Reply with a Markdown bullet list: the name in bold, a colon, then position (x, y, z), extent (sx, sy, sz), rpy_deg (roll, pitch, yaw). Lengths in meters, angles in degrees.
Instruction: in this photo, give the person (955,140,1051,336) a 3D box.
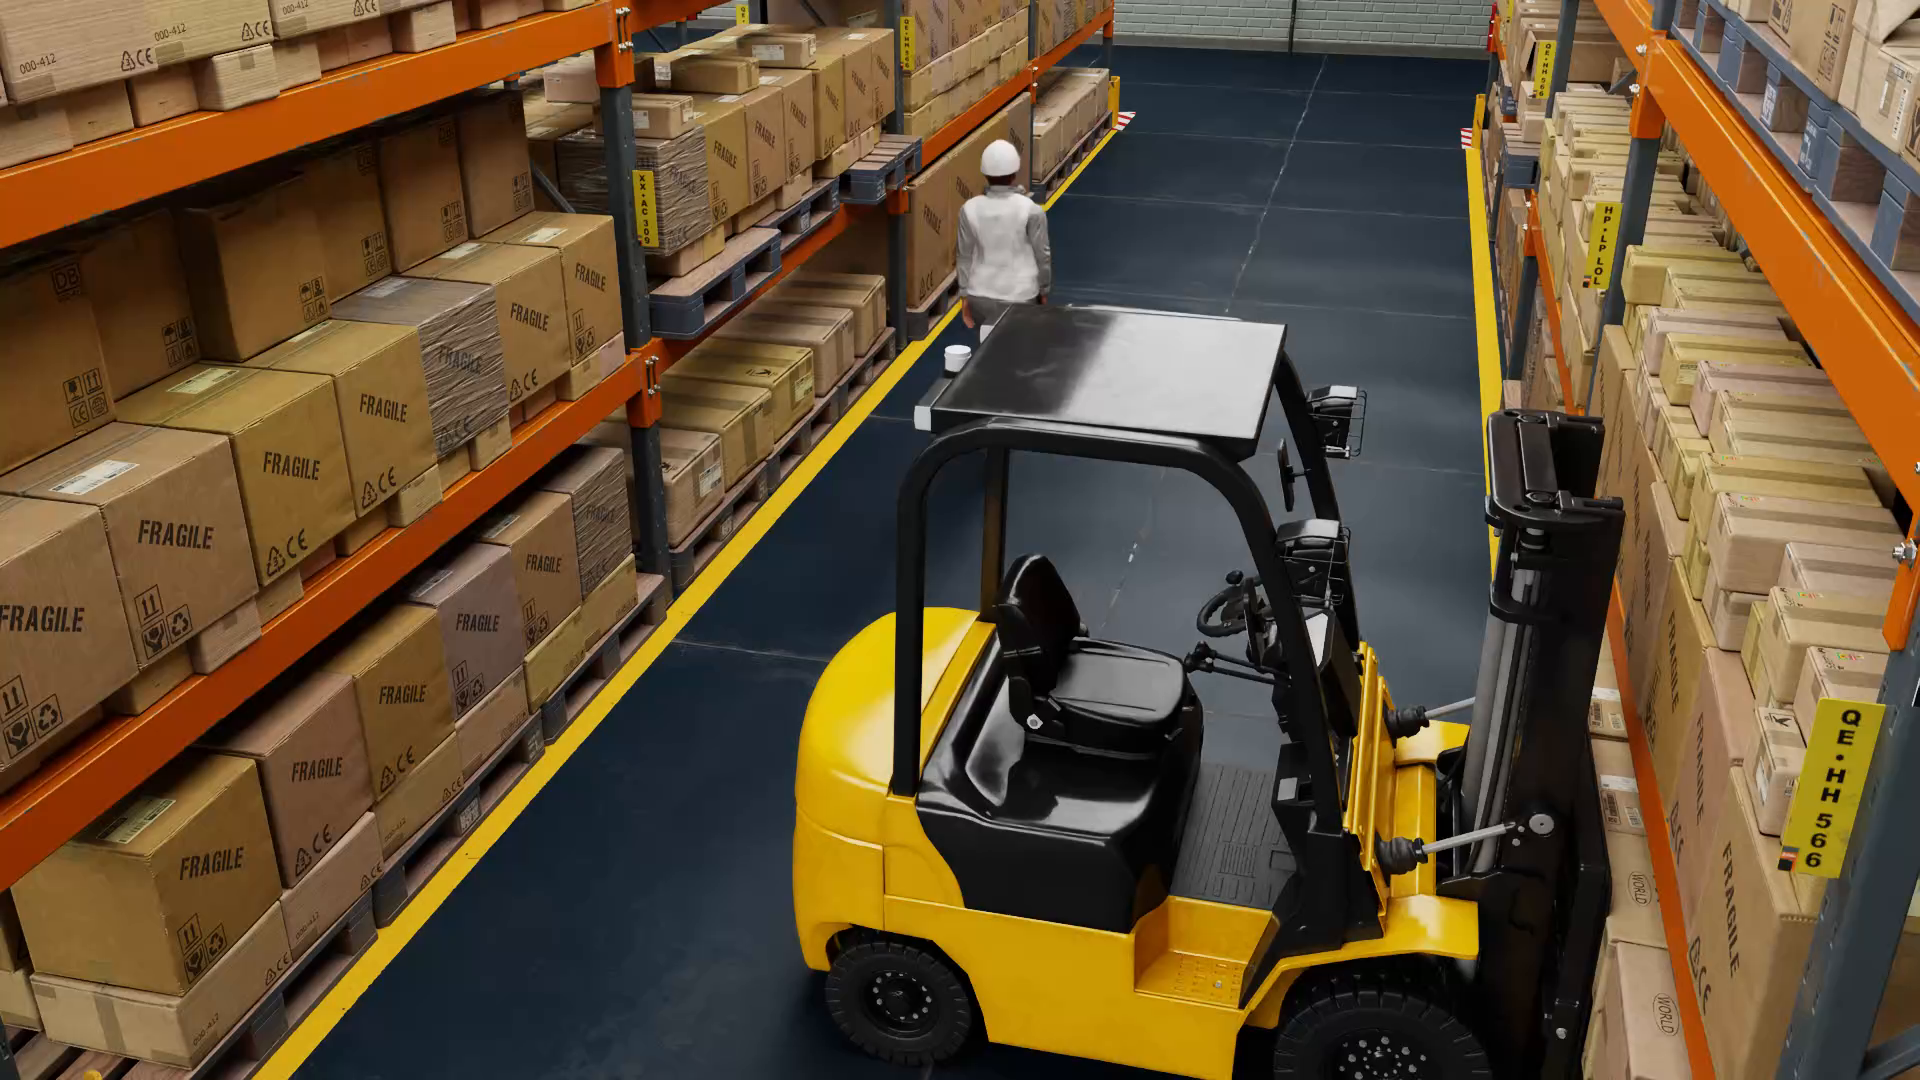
- **person**: position (0.242, -1.404, 9.554), extent (0.540, 1.746, 0.812), rpy_deg (7, 26, 15)
